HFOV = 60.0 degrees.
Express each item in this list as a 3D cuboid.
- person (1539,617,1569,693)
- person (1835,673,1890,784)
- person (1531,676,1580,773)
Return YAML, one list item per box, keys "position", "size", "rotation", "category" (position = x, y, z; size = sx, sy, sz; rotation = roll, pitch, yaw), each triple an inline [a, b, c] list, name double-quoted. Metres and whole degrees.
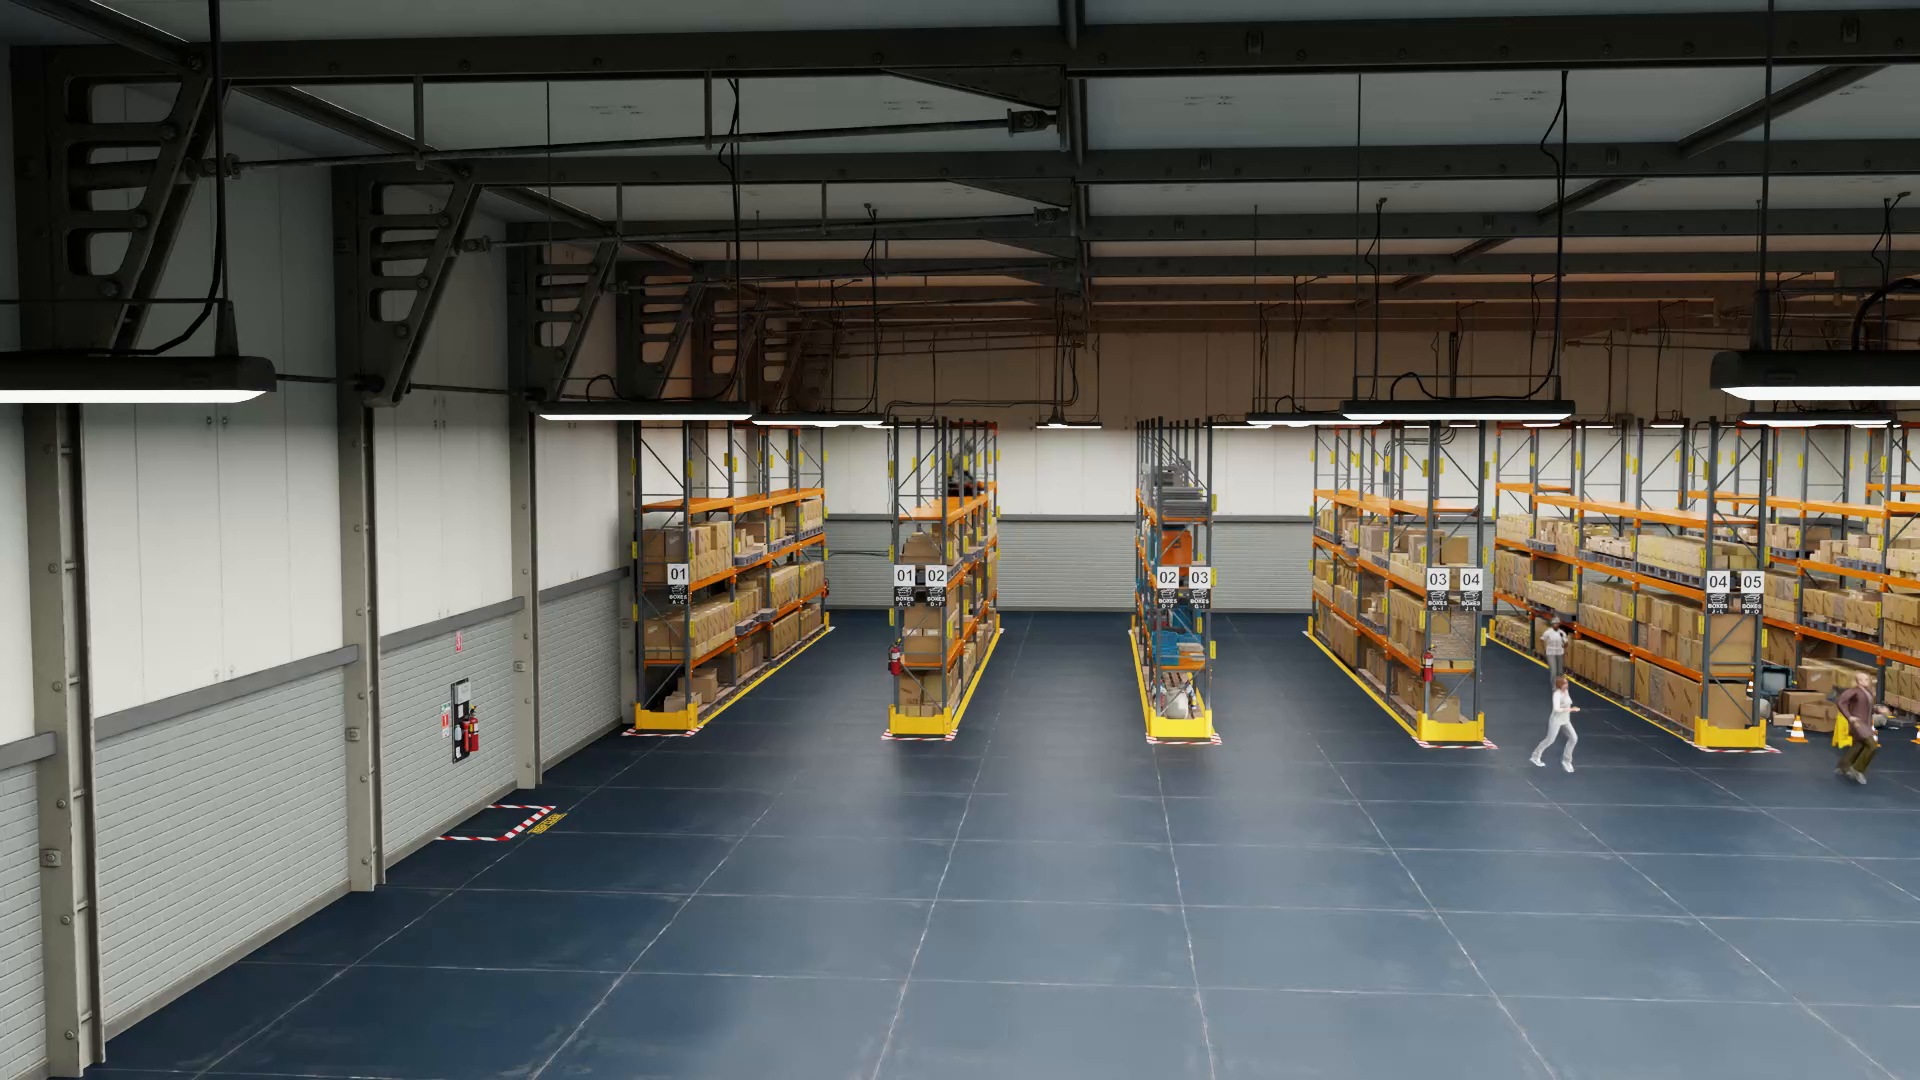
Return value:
- position: [12.978, 2.509, 36.277]
  size: [0.587, 1.671, 0.817]
  rotation: [0, 4, 3]
  category: "person"
- position: [14.716, 3.075, 27.147]
  size: [0.679, 1.818, 0.803]
  rotation: [-3, 5, -40]
  category: "person"
- position: [10.076, 3.095, 28.022]
  size: [0.543, 1.625, 0.834]
  rotation: [-3, 5, -40]
  category: "person"
